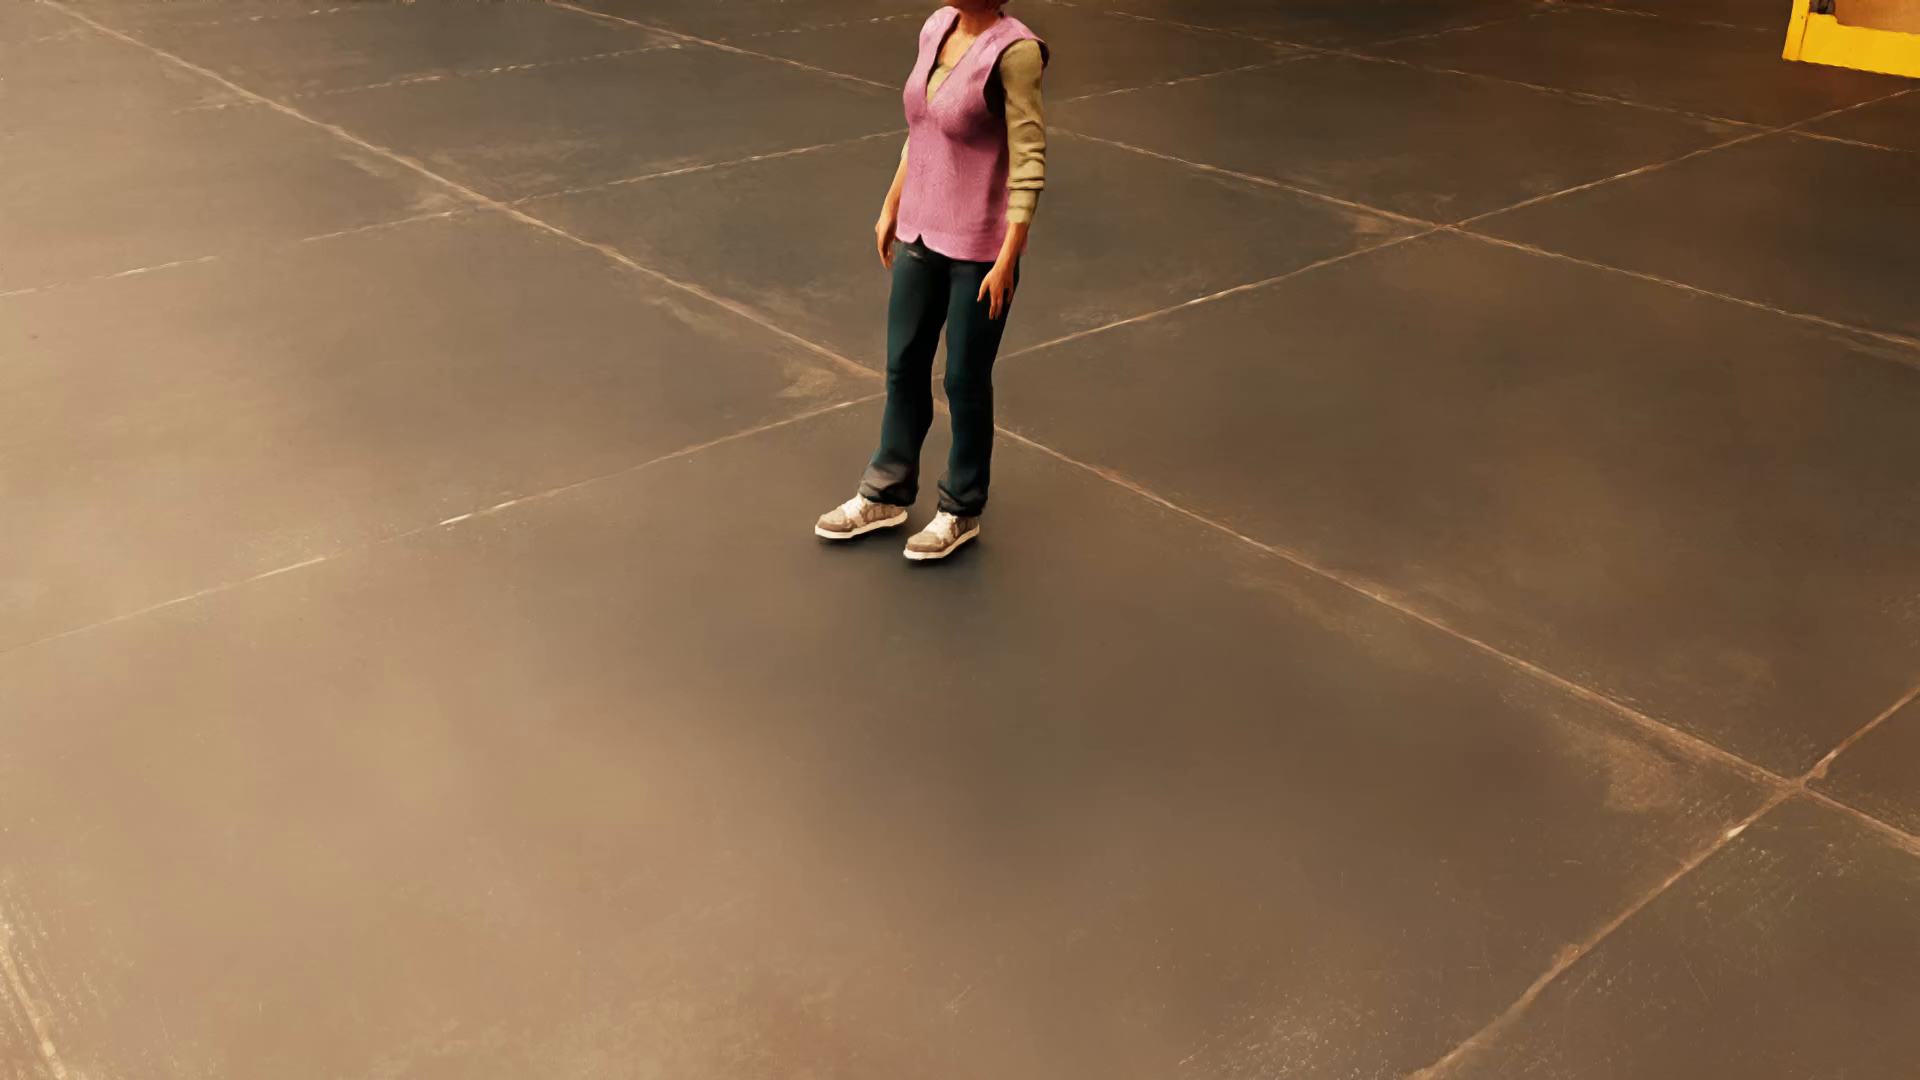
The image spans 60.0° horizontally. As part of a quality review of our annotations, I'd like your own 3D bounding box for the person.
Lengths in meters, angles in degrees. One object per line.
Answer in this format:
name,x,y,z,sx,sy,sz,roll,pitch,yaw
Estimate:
person,-0.066,-0.705,4.110,0.474,1.597,0.520,-20,33,-35
